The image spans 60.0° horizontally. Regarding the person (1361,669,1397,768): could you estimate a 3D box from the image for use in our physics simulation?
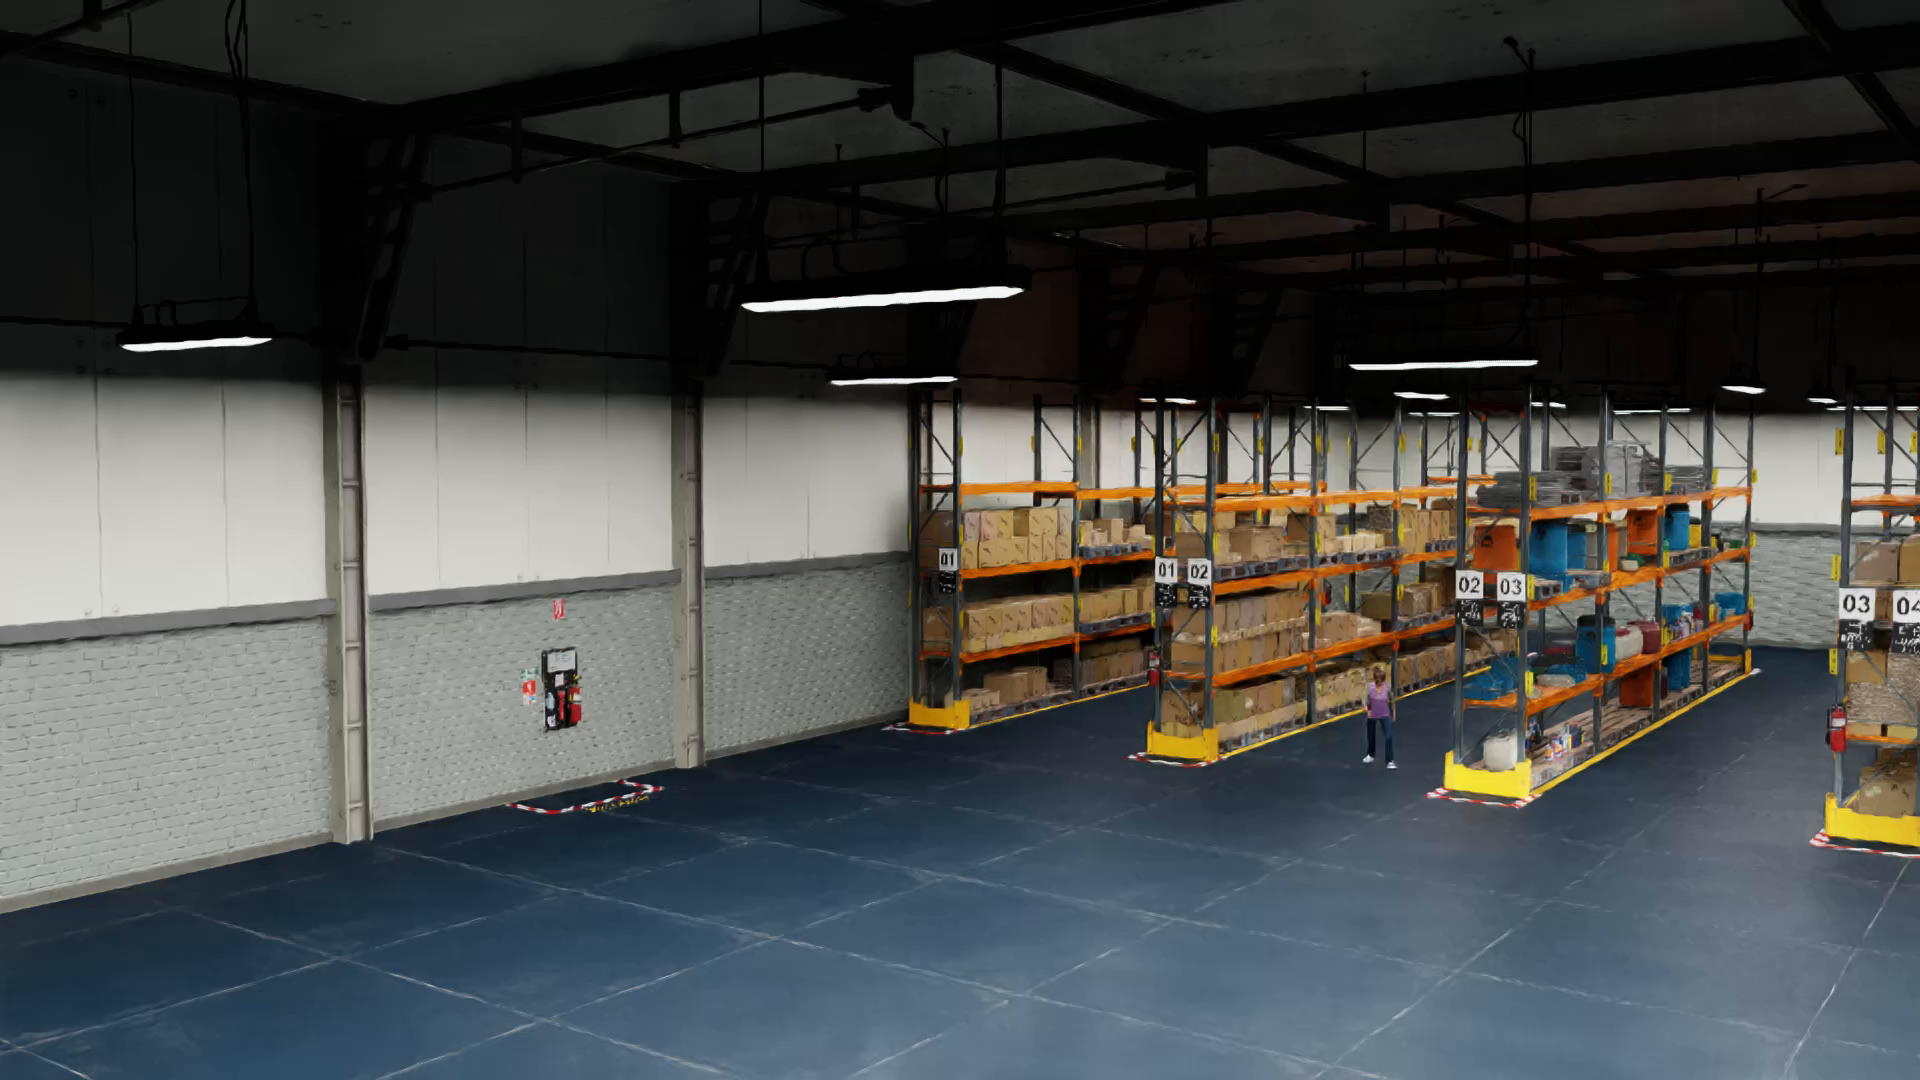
[{"bbox_3d":[6.543,2.756,25.934,0.569,1.515,0.774,1,3,17],"label":"person"}]
